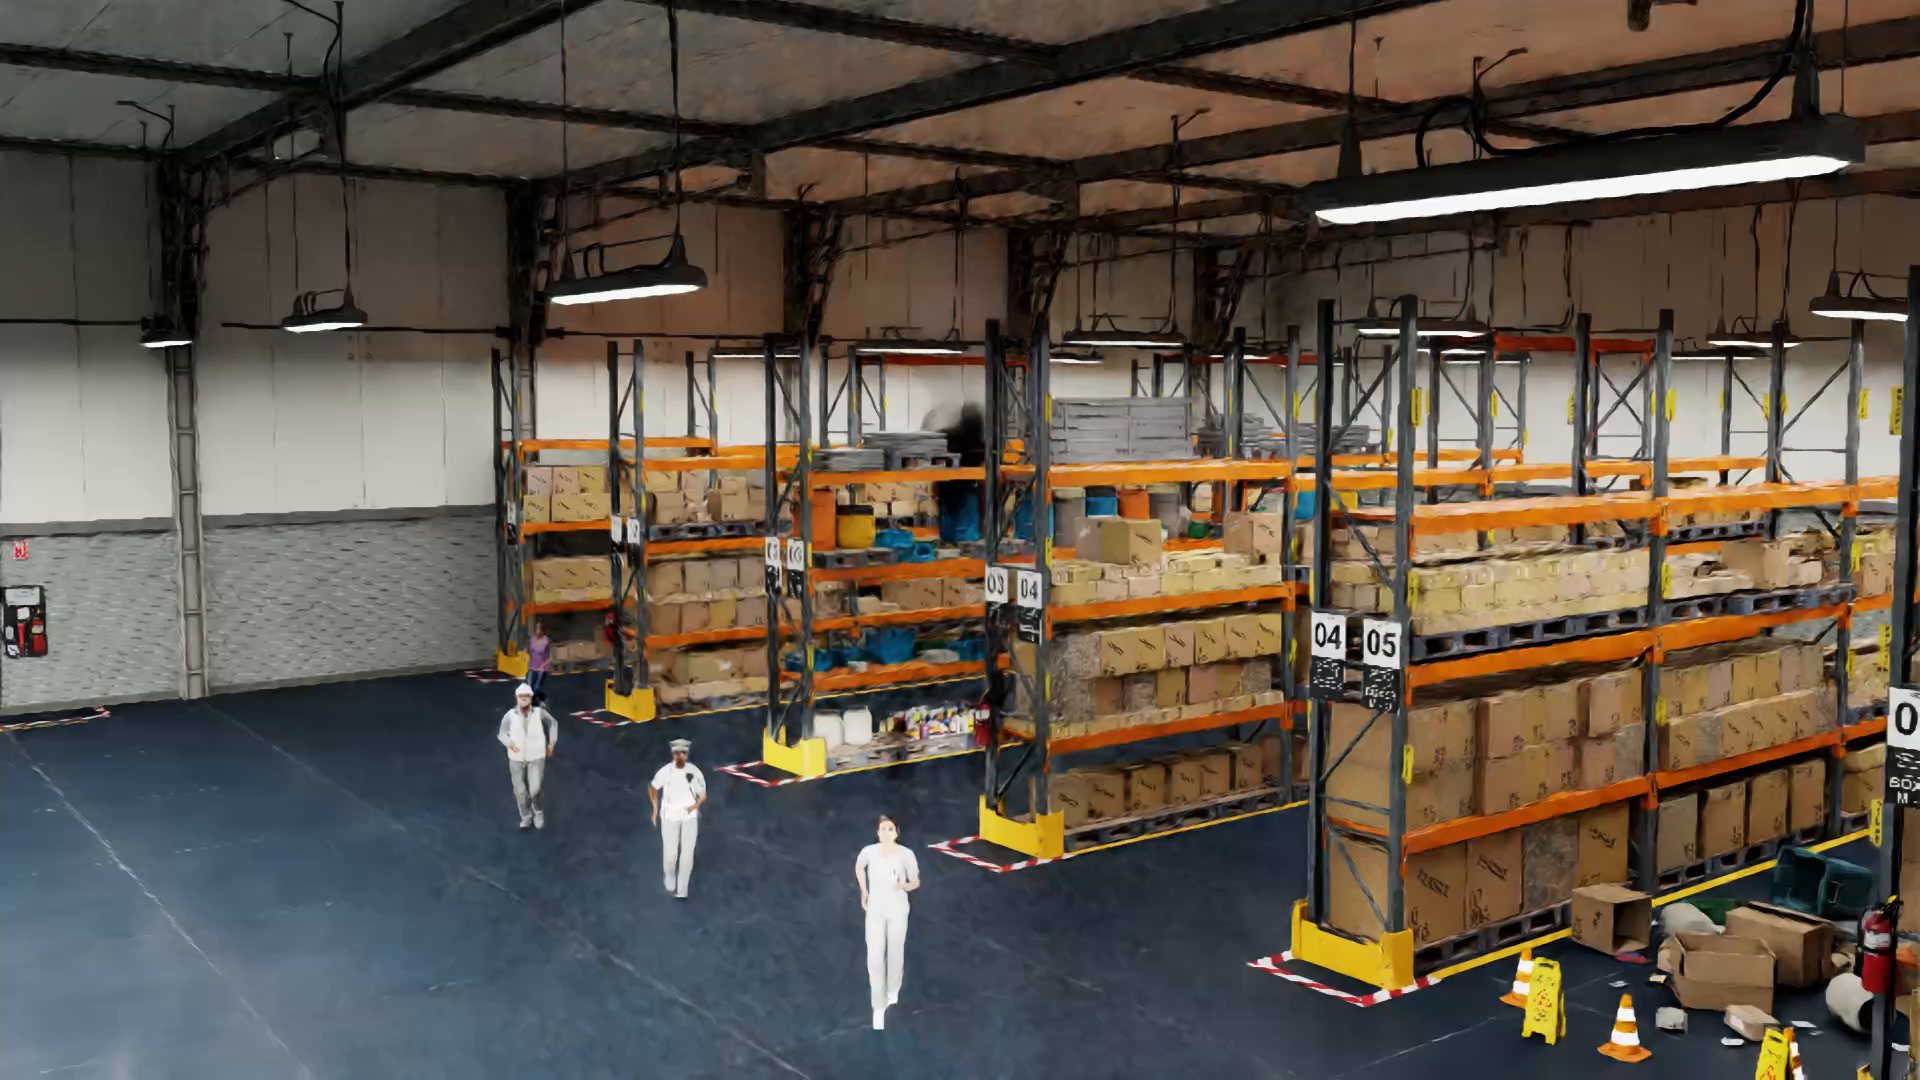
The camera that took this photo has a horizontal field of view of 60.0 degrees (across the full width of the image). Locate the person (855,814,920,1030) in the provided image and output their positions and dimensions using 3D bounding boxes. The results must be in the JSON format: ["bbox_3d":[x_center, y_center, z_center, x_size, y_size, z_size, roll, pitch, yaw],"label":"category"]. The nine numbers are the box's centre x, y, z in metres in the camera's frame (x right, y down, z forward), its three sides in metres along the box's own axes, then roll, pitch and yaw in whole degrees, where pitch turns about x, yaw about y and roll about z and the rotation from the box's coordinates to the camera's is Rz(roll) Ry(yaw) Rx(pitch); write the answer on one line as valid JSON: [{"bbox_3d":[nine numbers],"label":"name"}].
[{"bbox_3d":[-0.604,3.123,13.764,0.546,1.723,0.712,0,5,-1],"label":"person"}]

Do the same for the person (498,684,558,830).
[{"bbox_3d":[-5.086,2.570,19.585,0.679,1.756,0.648,-1,5,-9],"label":"person"}]

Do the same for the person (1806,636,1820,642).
[{"bbox_3d":[12.090,2.242,23.535,0.871,1.758,0.638,-3,6,-30],"label":"person"}]

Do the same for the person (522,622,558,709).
[{"bbox_3d":[-6.710,2.076,26.569,0.568,1.549,0.588,1,5,15],"label":"person"}]

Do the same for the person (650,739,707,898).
[{"bbox_3d":[-2.861,2.846,16.930,0.574,1.654,0.562,-1,5,-11],"label":"person"}]
